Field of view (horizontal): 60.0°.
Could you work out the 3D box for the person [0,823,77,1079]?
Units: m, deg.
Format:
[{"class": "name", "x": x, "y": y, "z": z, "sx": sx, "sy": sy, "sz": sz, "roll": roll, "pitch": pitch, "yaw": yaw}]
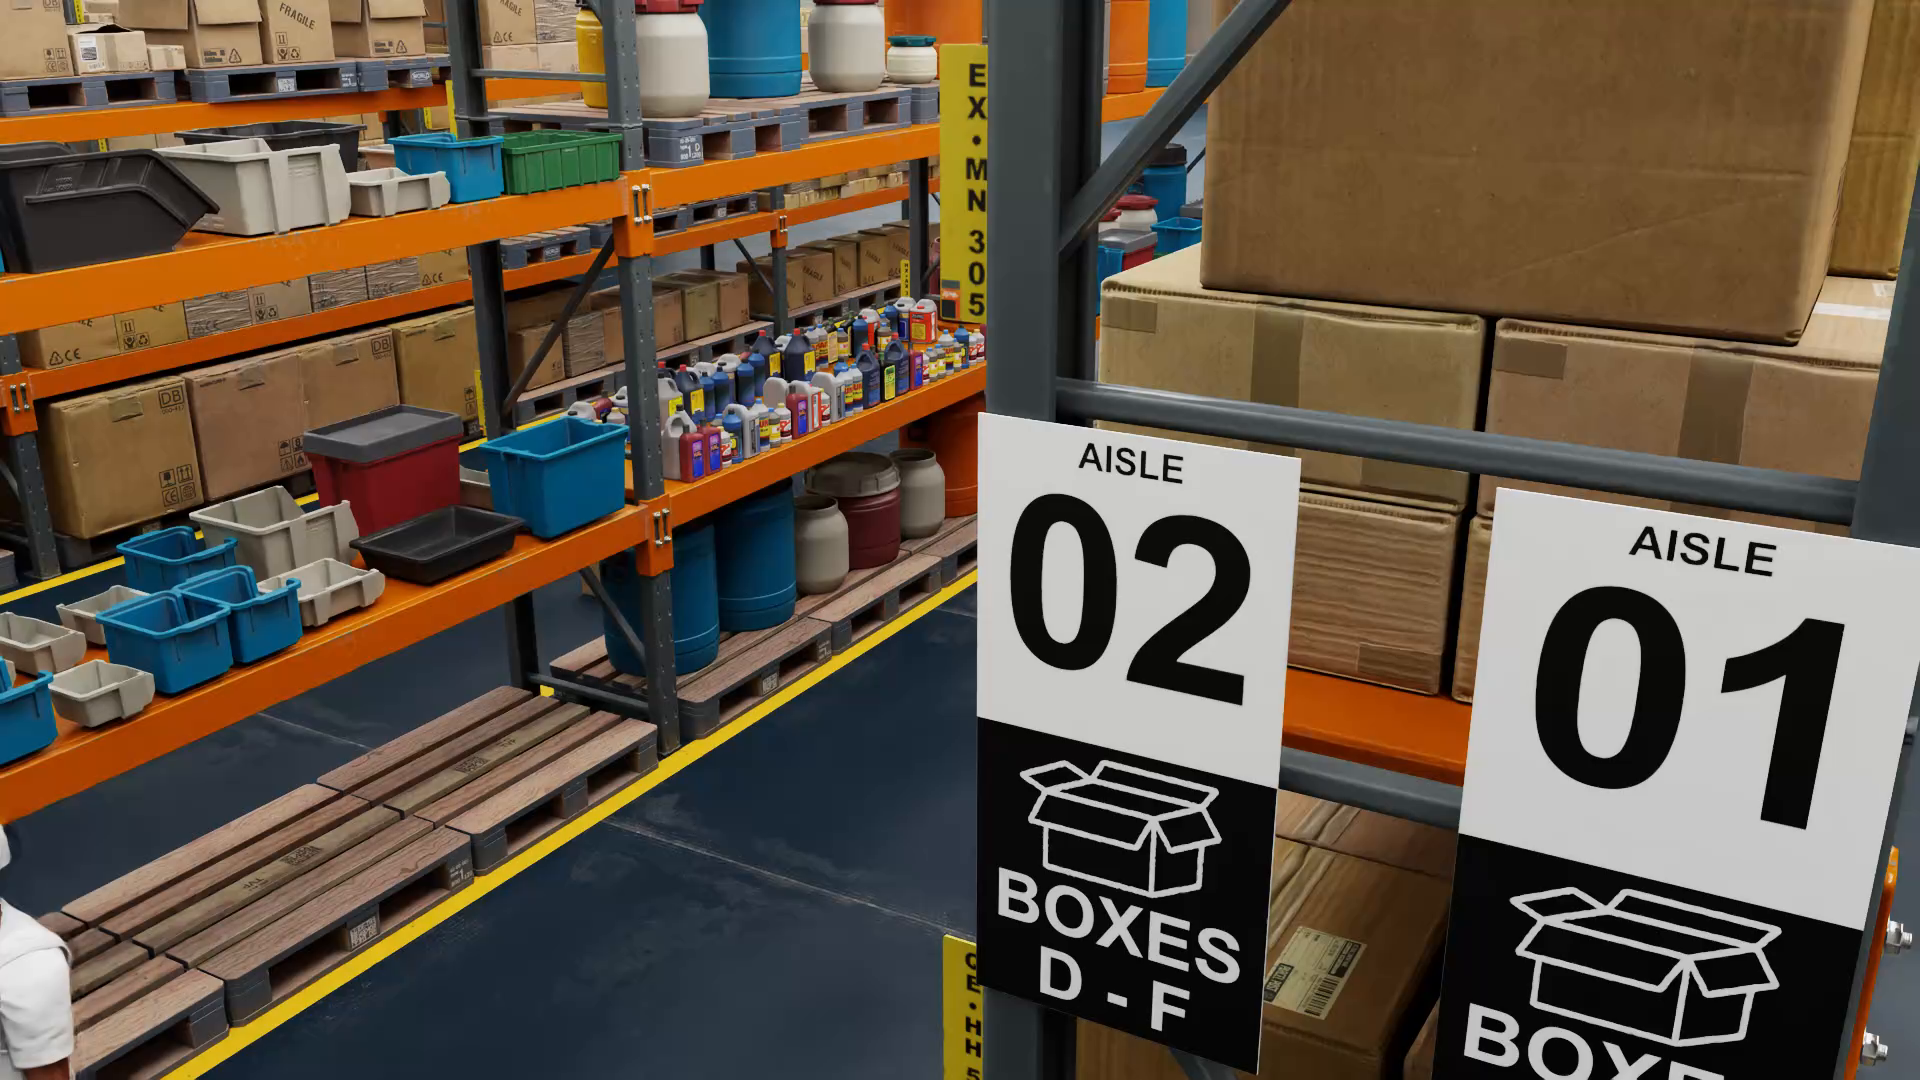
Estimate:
[{"class": "person", "x": -2.435, "y": 1.500, "z": 4.170, "sx": 0.578, "sy": 1.761, "sz": 0.488, "roll": 10, "pitch": 22, "yaw": 27}]
